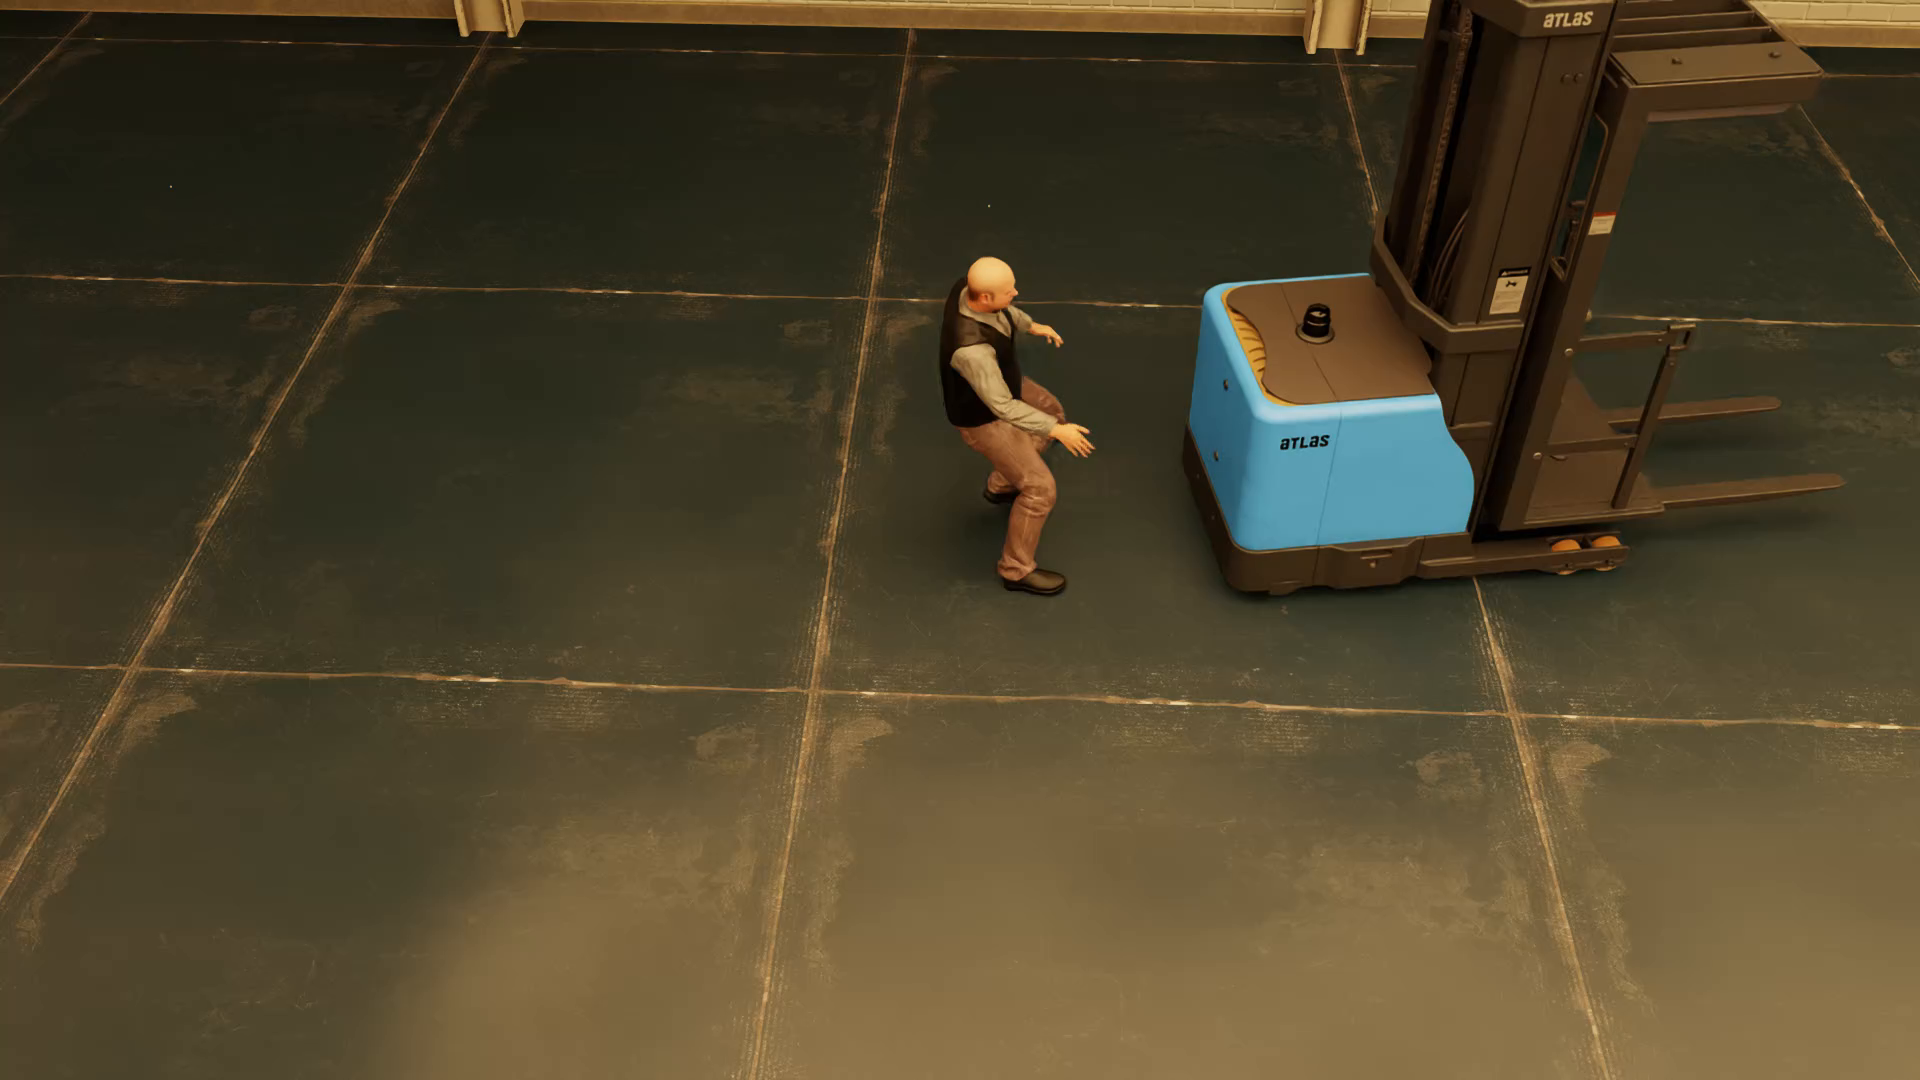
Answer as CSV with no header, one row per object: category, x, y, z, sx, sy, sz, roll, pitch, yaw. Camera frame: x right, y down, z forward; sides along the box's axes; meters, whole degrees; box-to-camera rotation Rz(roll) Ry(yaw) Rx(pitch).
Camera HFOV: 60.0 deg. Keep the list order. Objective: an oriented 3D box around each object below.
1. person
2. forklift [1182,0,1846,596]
person,0.253,-0.606,7.418,0.696,1.571,0.840,3,42,3
forklift,2.658,-1.272,7.135,3.031,2.935,1.130,-5,43,-6
